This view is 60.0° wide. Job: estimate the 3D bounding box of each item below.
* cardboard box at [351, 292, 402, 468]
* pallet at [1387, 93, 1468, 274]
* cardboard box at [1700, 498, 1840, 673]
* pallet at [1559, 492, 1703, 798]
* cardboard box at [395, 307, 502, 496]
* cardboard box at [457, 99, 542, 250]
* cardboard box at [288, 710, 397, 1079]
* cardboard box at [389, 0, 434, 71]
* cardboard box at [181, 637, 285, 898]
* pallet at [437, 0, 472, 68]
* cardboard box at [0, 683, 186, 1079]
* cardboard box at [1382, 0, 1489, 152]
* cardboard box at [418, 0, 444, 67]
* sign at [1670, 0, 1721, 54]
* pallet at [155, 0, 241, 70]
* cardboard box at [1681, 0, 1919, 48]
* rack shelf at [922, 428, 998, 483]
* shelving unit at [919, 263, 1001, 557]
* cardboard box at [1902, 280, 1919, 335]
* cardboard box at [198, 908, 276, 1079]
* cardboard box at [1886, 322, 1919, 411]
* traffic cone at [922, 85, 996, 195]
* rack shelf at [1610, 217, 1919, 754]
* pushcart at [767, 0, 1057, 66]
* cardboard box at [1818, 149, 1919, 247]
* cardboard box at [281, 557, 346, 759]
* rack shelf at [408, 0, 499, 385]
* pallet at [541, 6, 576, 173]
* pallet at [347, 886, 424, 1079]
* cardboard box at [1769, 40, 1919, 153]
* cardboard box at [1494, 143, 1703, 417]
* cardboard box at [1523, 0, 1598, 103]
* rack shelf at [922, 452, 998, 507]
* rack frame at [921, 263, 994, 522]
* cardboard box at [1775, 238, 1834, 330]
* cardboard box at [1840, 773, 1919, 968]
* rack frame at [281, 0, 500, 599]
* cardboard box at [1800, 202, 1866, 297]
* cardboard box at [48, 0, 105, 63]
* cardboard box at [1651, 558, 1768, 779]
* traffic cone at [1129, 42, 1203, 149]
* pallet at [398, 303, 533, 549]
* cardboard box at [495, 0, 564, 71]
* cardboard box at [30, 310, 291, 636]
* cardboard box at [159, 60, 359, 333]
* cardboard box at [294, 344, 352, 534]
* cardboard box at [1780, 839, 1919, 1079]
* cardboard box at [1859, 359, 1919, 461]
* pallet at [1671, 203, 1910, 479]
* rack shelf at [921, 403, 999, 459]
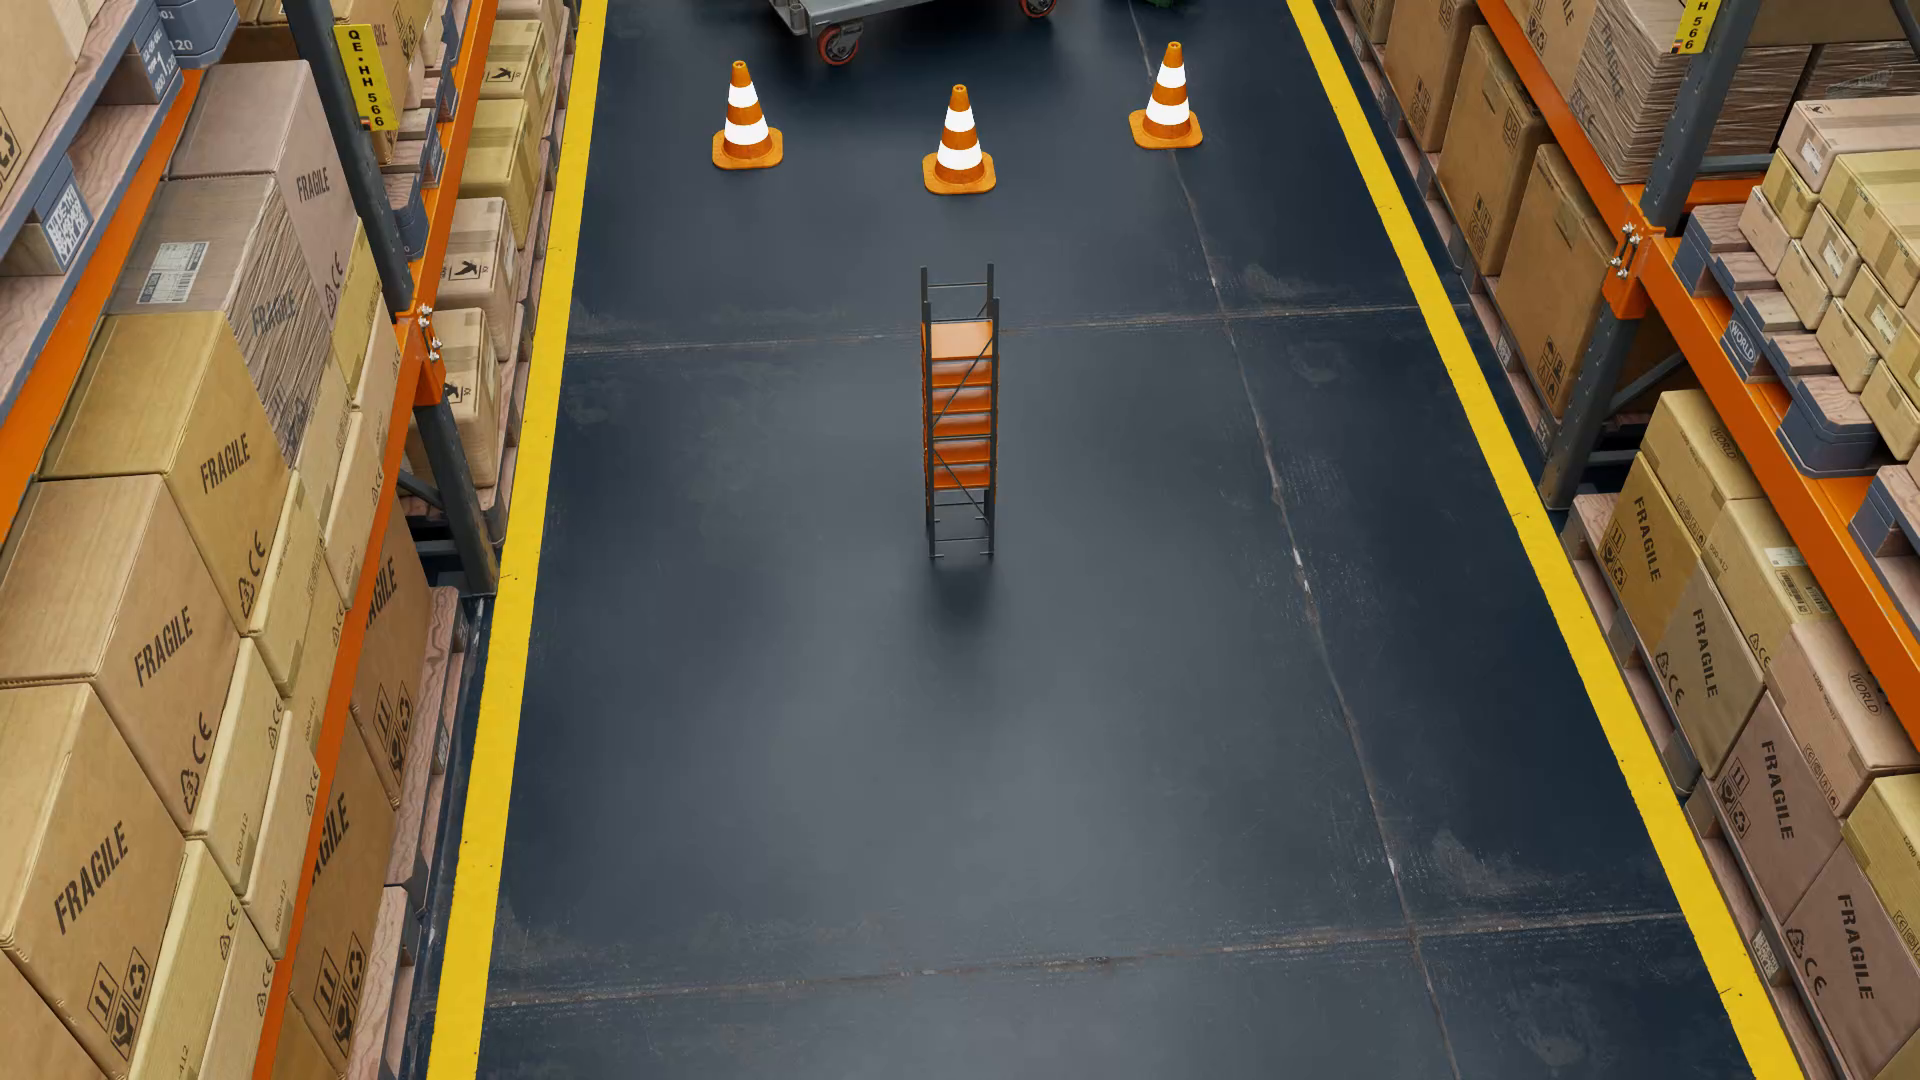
[{"bbox_3d":[-1.889,-0.437,4.701,0.500,0.250,0.500,-5,47,-5],"label":"cardboard box"},{"bbox_3d":[2.645,-1.709,7.724,1.003,0.211,1.213,-3,47,-3],"label":"pallet"},{"bbox_3d":[2.593,0.125,4.982,0.500,0.250,0.500,-4,47,-4],"label":"cardboard box"},{"bbox_3d":[2.798,0.312,5.809,1.003,0.211,1.213,-3,47,-3],"label":"pallet"},{"bbox_3d":[-2.227,-0.489,6.168,0.950,0.372,0.625,-6,47,-6],"label":"cardboard box"},{"bbox_3d":[-2.355,-1.571,7.193,0.950,0.372,0.625,-2,47,-2],"label":"cardboard box"},{"bbox_3d":[-2.144,0.898,4.508,0.875,0.875,0.875,-3,47,-3],"label":"cardboard box"},{"bbox_3d":[-2.047,-1.836,5.360,0.500,0.500,0.500,-1,47,-1],"label":"cardboard box"},{"bbox_3d":[-1.742,0.491,3.478,0.500,0.250,0.500,-5,47,-4],"label":"cardboard box"},{"bbox_3d":[-2.396,-2.202,6.402,1.003,0.211,1.213,-3,47,-3],"label":"pallet"},{"bbox_3d":[-1.715,0.612,2.847,0.500,0.500,0.500,-5,47,-4],"label":"cardboard box"},{"bbox_3d":[2.618,-2.336,7.656,1.050,0.750,0.750,-3,47,-3],"label":"cardboard box"},{"bbox_3d":[-2.001,-1.751,5.726,0.380,0.149,0.250,-3,47,-3],"label":"cardboard box"},{"bbox_3d":[2.182,-1.575,4.878,0.100,0.325,0.005,-3,47,-3],"label":"sign"},{"bbox_3d":[-2.083,-1.343,3.520,1.213,0.211,1.003,-2,47,-1],"label":"pallet"},{"bbox_3d":[2.707,-1.916,5.241,0.700,0.500,0.500,-4,47,-4],"label":"cardboard box"},{"bbox_3d":[-0.001,-0.310,5.944,0.258,0.103,0.180,-3,47,-3],"label":"rack shelf"},{"bbox_3d":[-0.001,-0.423,5.824,0.258,1.200,0.189,-3,47,-3],"label":"shelving unit"},{"bbox_3d":[2.643,-0.565,4.194,0.380,0.149,0.250,-5,47,-5],"label":"cardboard box"},{"bbox_3d":[-1.700,1.026,3.315,0.500,0.250,0.500,-4,47,-4],"label":"cardboard box"},{"bbox_3d":[2.647,-0.440,4.279,0.380,0.149,0.250,-3,47,-3],"label":"cardboard box"},{"bbox_3d":[-0.005,-1.899,7.730,0.336,0.463,0.334,-3,47,-3],"label":"traffic cone"},{"bbox_3d":[2.902,0.482,4.223,1.077,0.370,4.000,-3,47,-3],"label":"rack shelf"},{"bbox_3d":[-0.257,-3.006,8.837,1.648,0.377,0.936,-19,49,-17],"label":"pushcart"},{"bbox_3d":[2.605,-0.935,4.543,0.380,0.149,0.250,-5,47,-4],"label":"cardboard box"},{"bbox_3d":[-1.804,0.297,4.006,0.500,0.250,0.500,-4,47,-4],"label":"cardboard box"},{"bbox_3d":[-2.357,-2.038,6.610,1.077,0.370,4.000,-3,47,-3],"label":"rack shelf"},{"bbox_3d":[-2.458,-2.211,8.198,1.003,0.211,1.213,-3,47,-3],"label":"pallet"},{"bbox_3d":[-2.100,1.576,4.612,1.003,0.211,1.213,-3,47,-3],"label":"pallet"},{"bbox_3d":[2.966,-1.588,5.619,0.500,0.500,0.500,-3,47,-3],"label":"cardboard box"},{"bbox_3d":[2.773,-1.030,6.419,1.050,0.750,0.750,-4,47,-4],"label":"cardboard box"},{"bbox_3d":[2.389,-1.918,5.931,0.500,0.500,0.500,-3,47,-3],"label":"cardboard box"},{"bbox_3d":[-0.001,-0.227,6.031,0.258,0.103,0.180,-3,47,-3],"label":"rack shelf"},{"bbox_3d":[-0.009,-0.489,5.887,0.240,1.200,0.006,-3,47,-3],"label":"rack frame"},{"bbox_3d":[2.593,-0.741,4.769,0.380,0.149,0.250,-1,47,-1],"label":"cardboard box"},{"bbox_3d":[2.667,0.861,4.285,0.500,0.250,0.500,-5,47,-5],"label":"cardboard box"},{"bbox_3d":[-2.190,-0.839,4.978,1.000,3.000,0.127,-3,47,-3],"label":"rack frame"},{"bbox_3d":[2.600,-0.815,4.635,0.380,0.149,0.250,-1,47,-1],"label":"cardboard box"},{"bbox_3d":[-1.726,-0.993,2.862,0.396,0.266,0.258,-5,47,-4],"label":"cardboard box"},{"bbox_3d":[2.585,0.393,5.244,0.500,0.500,0.500,-3,47,-3],"label":"cardboard box"},{"bbox_3d":[1.007,-2.172,7.989,0.336,0.463,0.334,-3,47,-3],"label":"traffic cone"},{"bbox_3d":[-2.254,-0.445,6.526,1.003,0.211,1.213,-3,47,-3],"label":"pallet"},{"bbox_3d":[-2.478,-2.594,8.162,0.950,0.372,0.625,-3,47,-3],"label":"cardboard box"},{"bbox_3d":[-1.800,-0.128,3.548,0.500,0.500,0.500,-3,47,-3],"label":"cardboard box"},{"bbox_3d":[-1.886,-0.859,4.240,0.500,0.500,0.500,-5,47,-4],"label":"cardboard box"},{"bbox_3d":[-1.849,-0.253,4.183,0.500,0.250,0.500,-5,47,-4],"label":"cardboard box"},{"bbox_3d":[2.675,1.134,4.543,0.500,0.500,0.500,-4,47,-4],"label":"cardboard box"},{"bbox_3d":[2.640,-0.350,4.400,0.380,0.149,0.250,-2,47,-1],"label":"cardboard box"},{"bbox_3d":[2.900,-0.638,4.920,1.213,0.211,1.003,-3,47,-3],"label":"pallet"},{"bbox_3d":[-0.001,-0.392,5.857,0.258,0.103,0.180,-3,47,-3],"label":"rack shelf"}]
